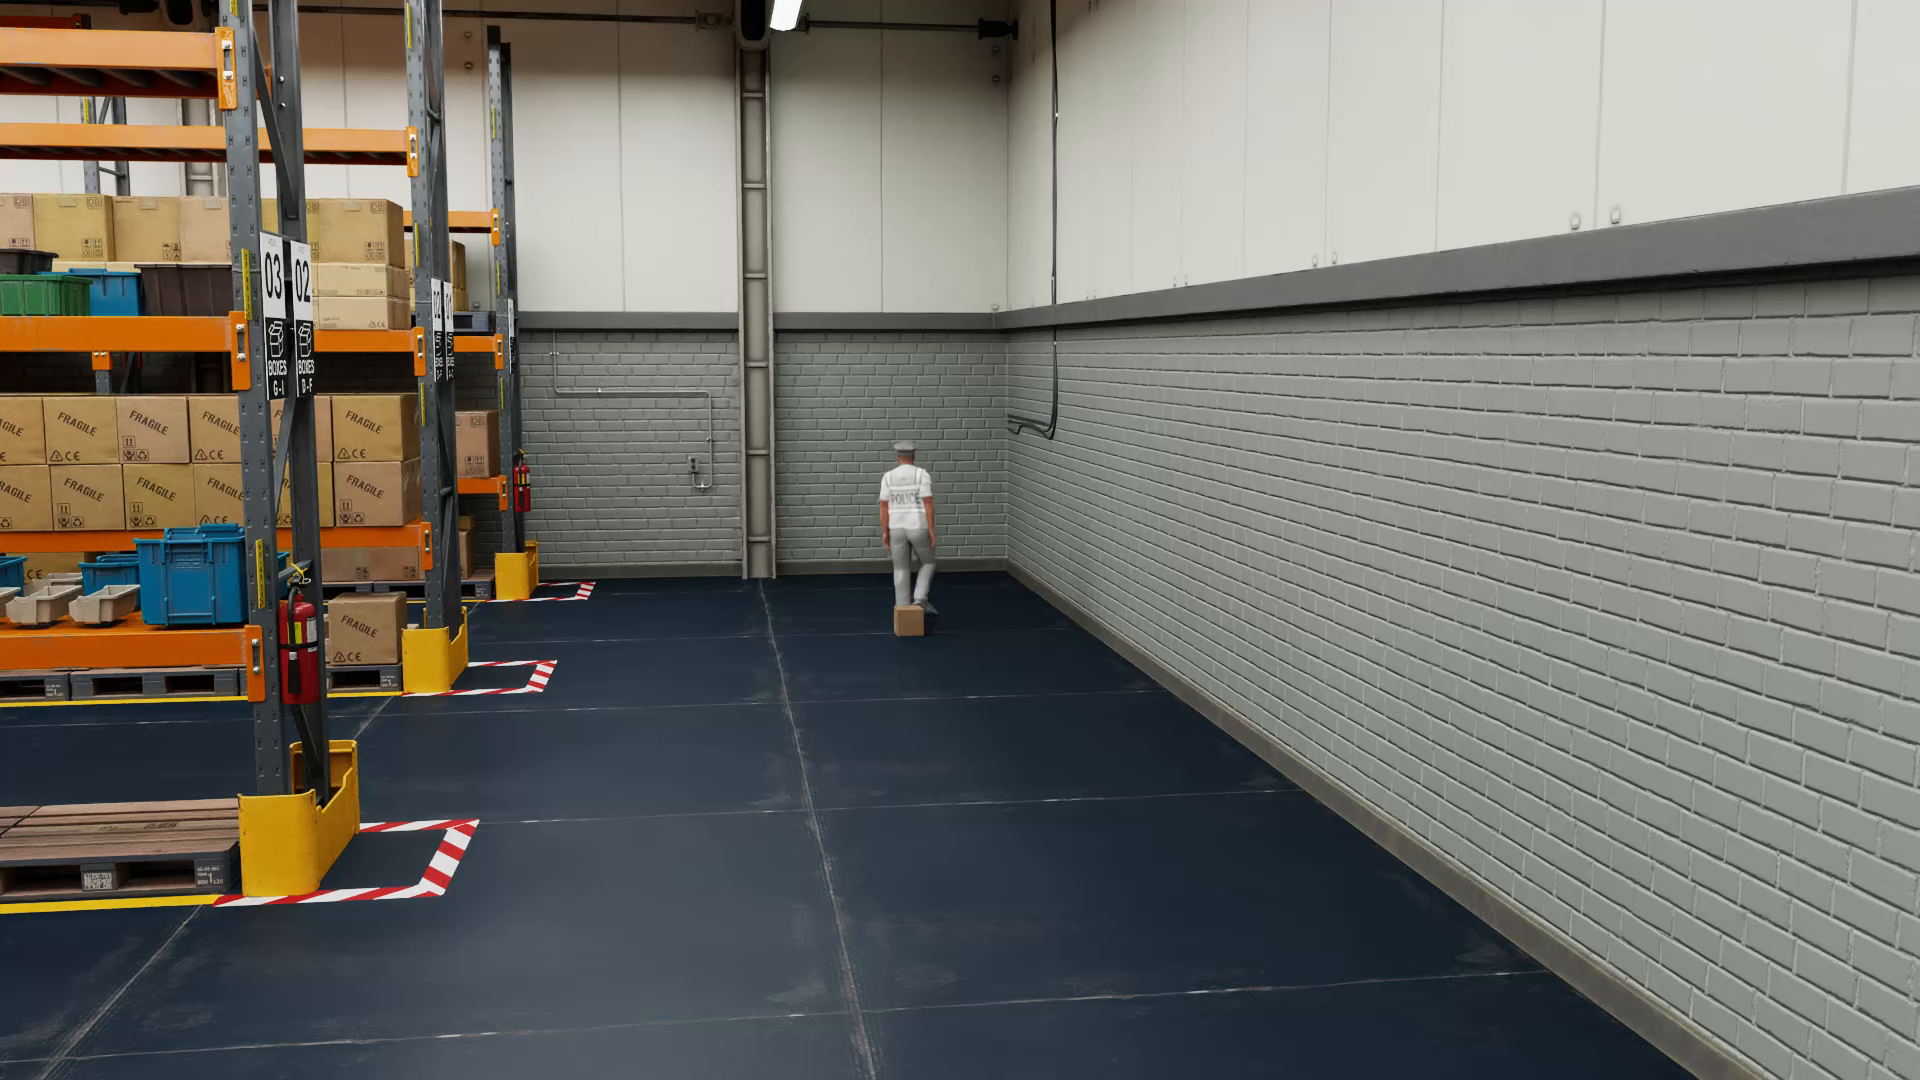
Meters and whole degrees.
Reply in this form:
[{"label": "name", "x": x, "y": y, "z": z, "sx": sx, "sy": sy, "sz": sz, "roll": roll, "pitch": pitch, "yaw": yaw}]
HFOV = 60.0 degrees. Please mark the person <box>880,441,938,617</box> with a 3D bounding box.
[{"label": "person", "x": -0.501, "y": -0.089, "z": 16.288, "sx": 0.575, "sy": 1.746, "sz": 0.478, "roll": 1, "pitch": 6, "yaw": 8}]
